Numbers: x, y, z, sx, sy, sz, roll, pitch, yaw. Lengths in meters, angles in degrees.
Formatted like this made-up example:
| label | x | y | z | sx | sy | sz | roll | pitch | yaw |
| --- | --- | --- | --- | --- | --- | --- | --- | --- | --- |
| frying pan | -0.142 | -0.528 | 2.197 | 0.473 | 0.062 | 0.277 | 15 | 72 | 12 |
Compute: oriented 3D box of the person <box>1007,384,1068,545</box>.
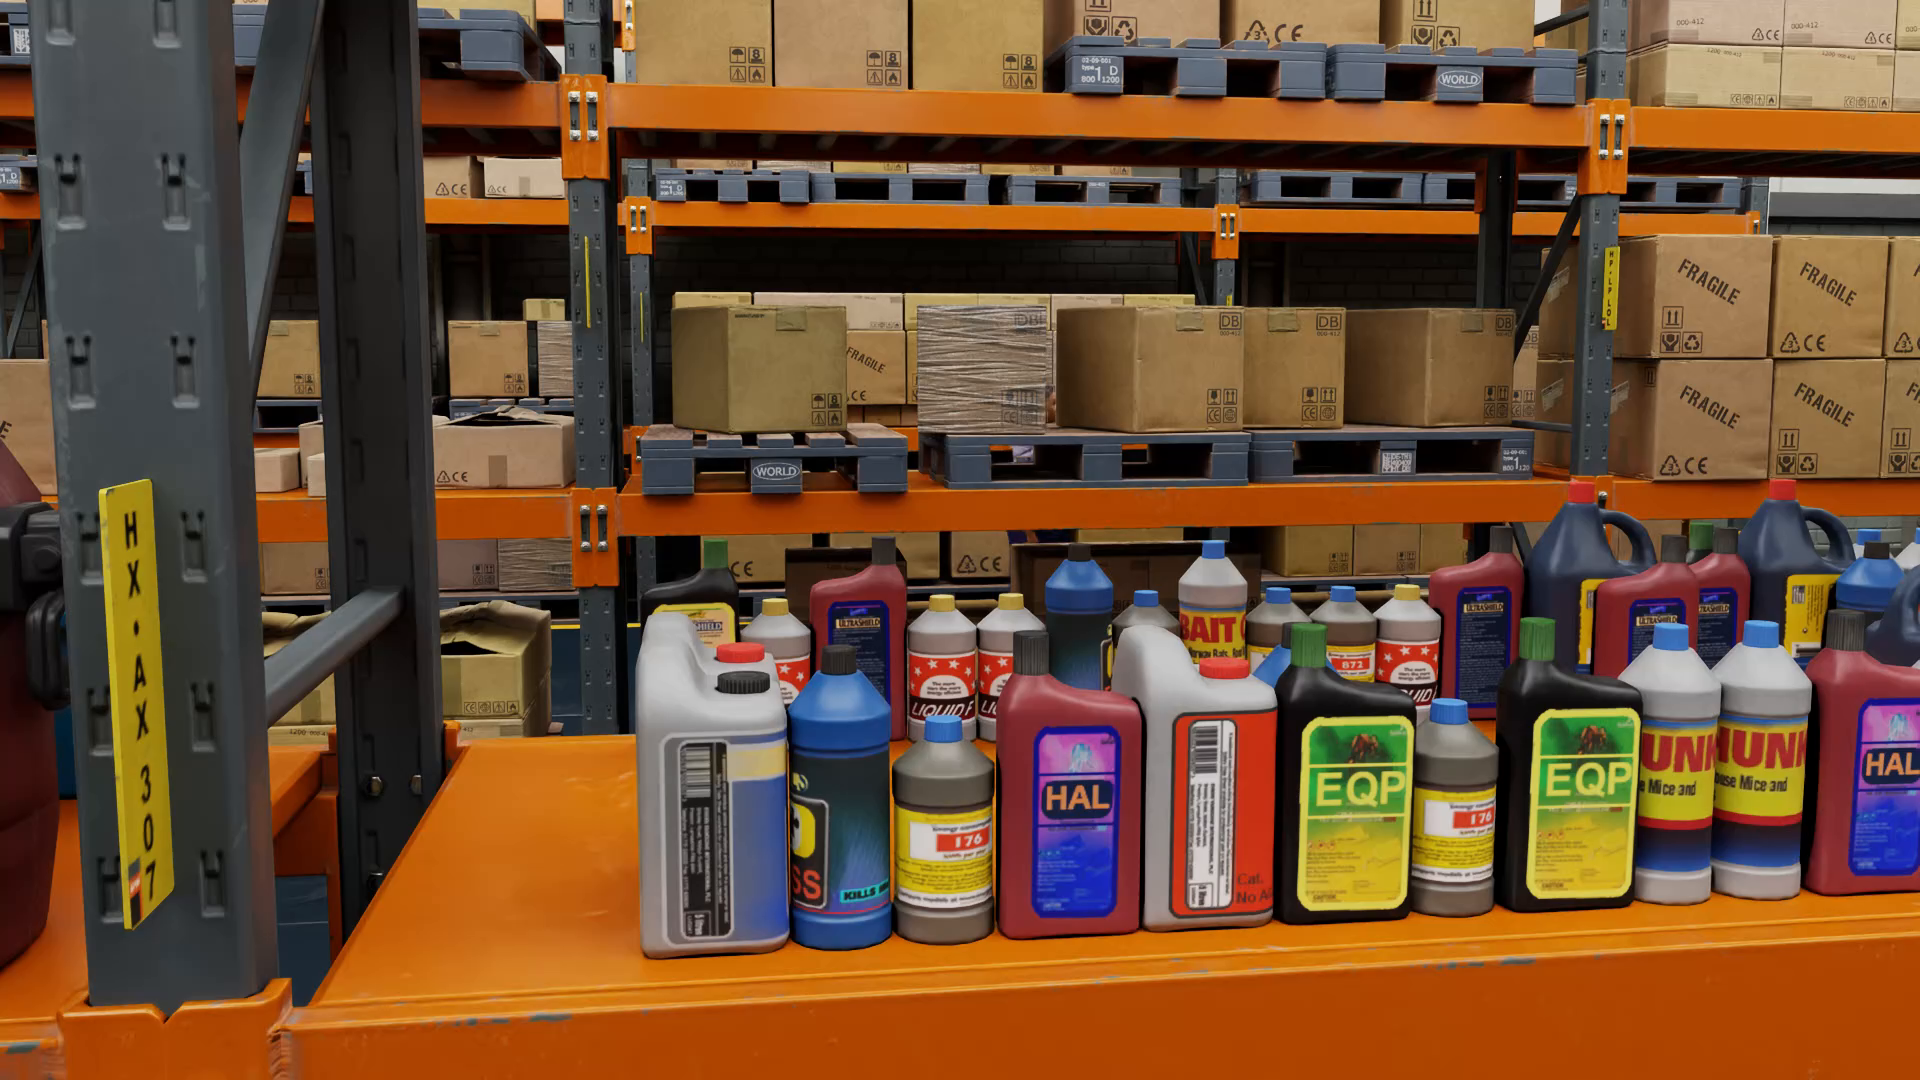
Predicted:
| label | x | y | z | sx | sy | sz | roll | pitch | yaw |
| --- | --- | --- | --- | --- | --- | --- | --- | --- | --- |
| person | 0.418 | -0.036 | 9.198 | 0.392 | 1.665 | 0.610 | 2 | 7 | 18 |
